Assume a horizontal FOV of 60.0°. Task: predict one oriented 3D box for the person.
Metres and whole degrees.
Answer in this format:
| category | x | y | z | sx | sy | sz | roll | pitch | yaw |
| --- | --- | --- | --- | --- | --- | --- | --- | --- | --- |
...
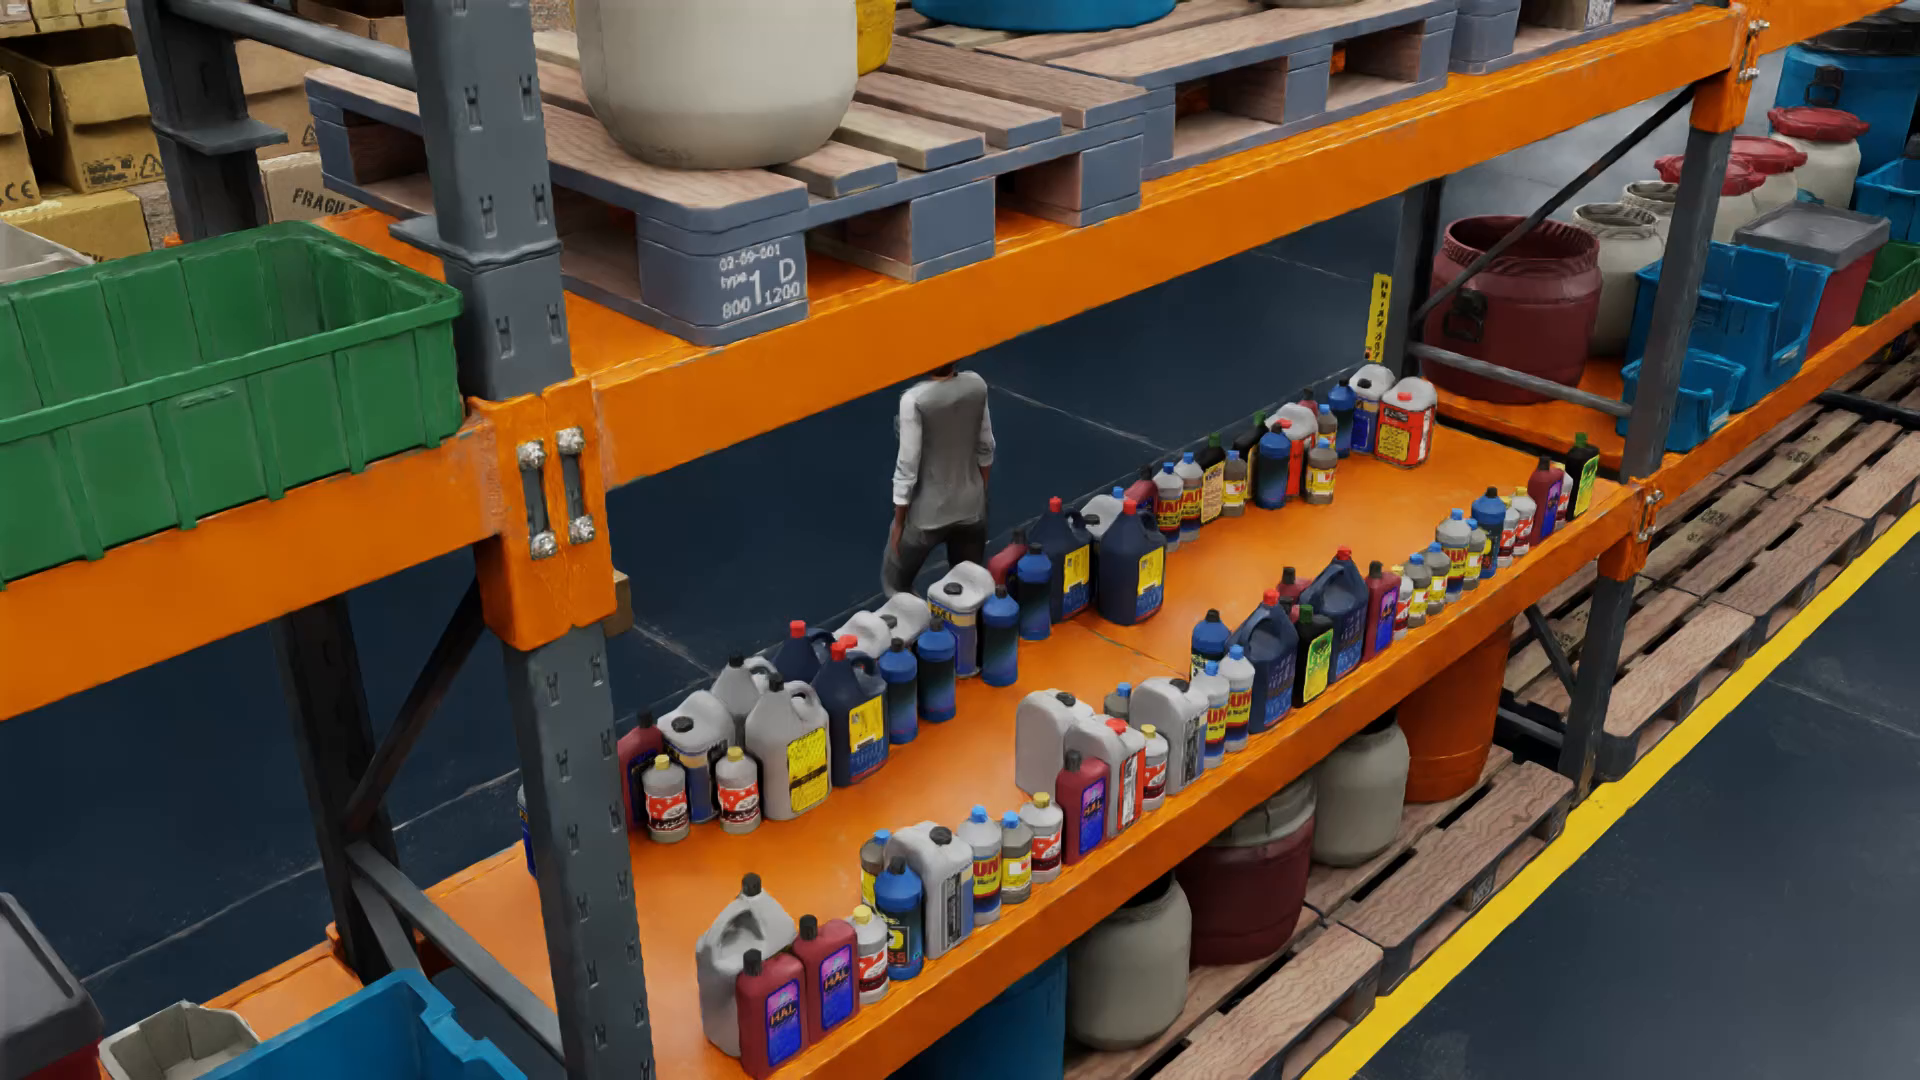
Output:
| category | x | y | z | sx | sy | sz | roll | pitch | yaw |
| --- | --- | --- | --- | --- | --- | --- | --- | --- | --- |
| person | -0.043 | -0.077 | 6.261 | 0.470 | 1.584 | 0.382 | -15 | 32 | -26 |
